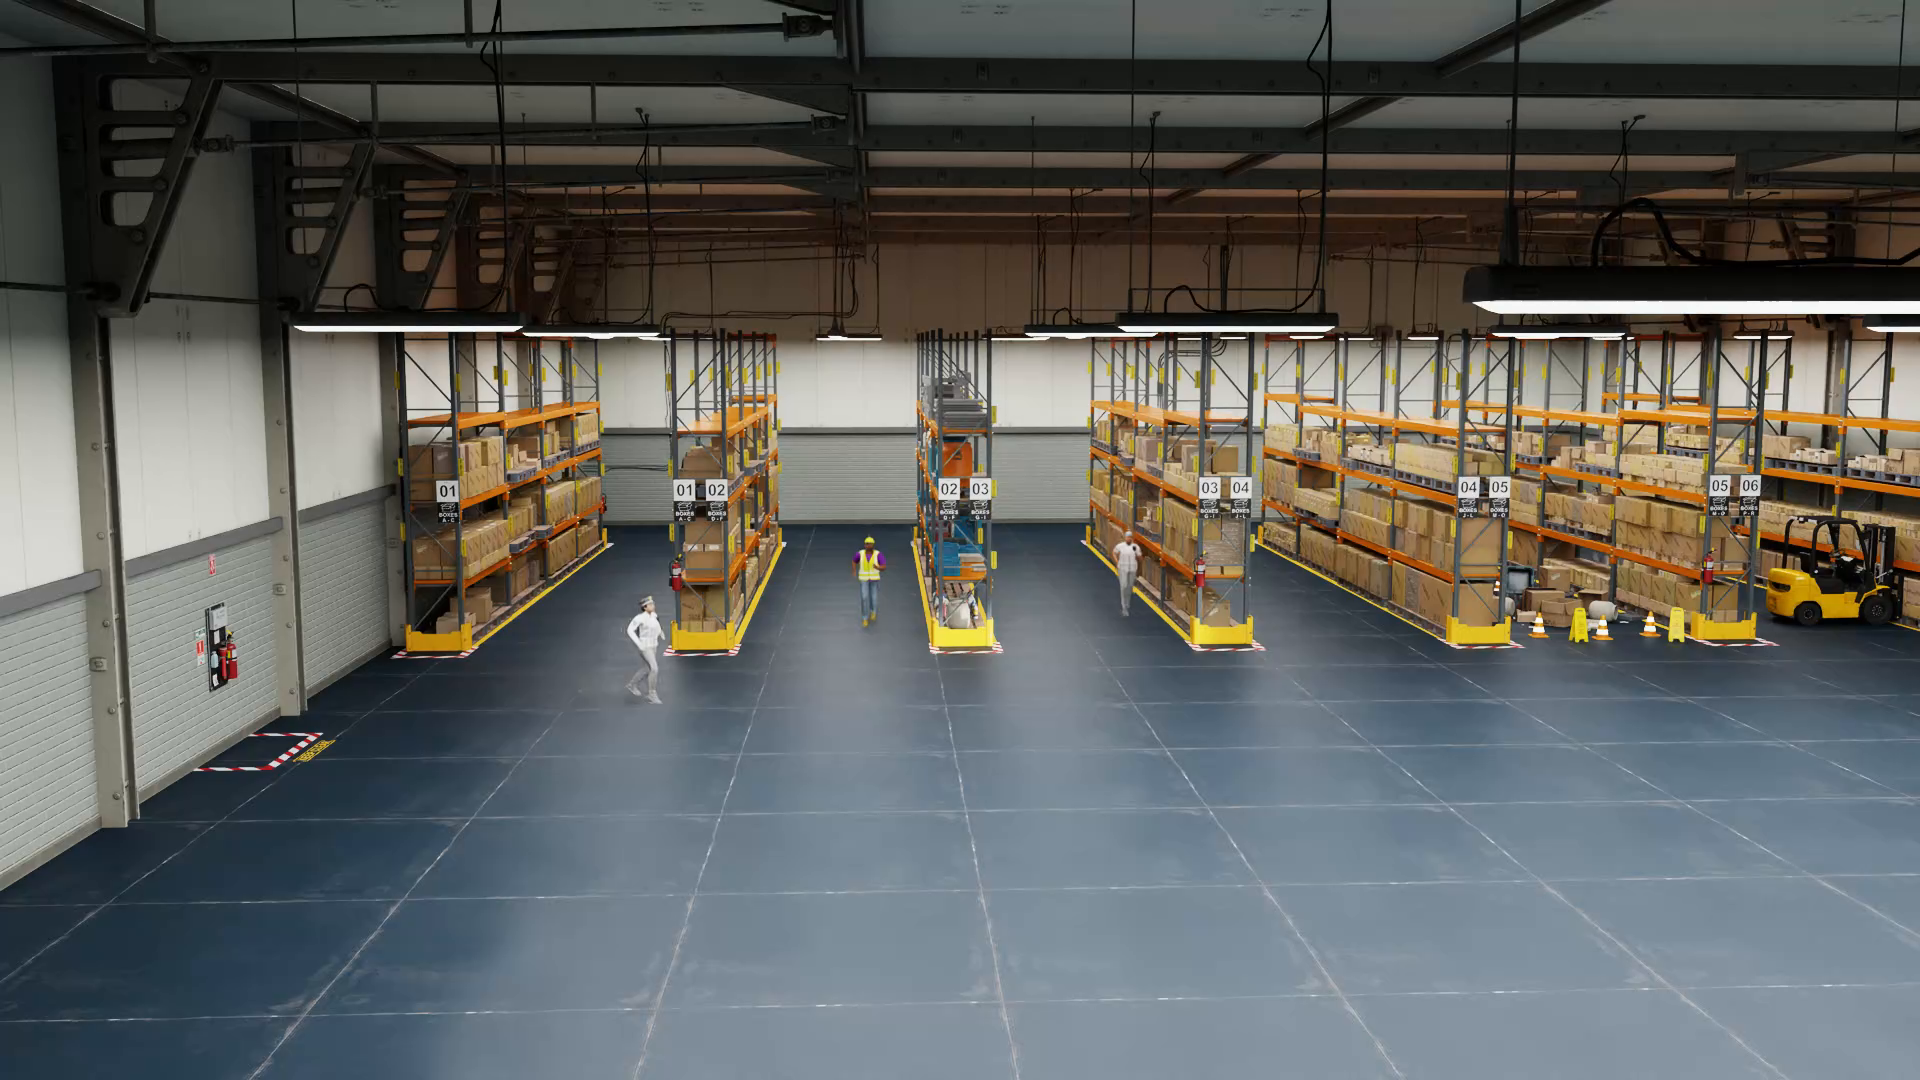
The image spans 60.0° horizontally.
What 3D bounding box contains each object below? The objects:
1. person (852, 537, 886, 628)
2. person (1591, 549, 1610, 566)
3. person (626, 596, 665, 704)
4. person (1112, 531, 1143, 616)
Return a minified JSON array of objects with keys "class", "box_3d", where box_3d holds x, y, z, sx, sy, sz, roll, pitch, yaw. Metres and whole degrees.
[{"class":"person","box_3d":[-1.842,0.828,33.840,0.692,1.780,0.922,0,7,-4]},{"class":"person","box_3d":[15.966,0.054,41.215,0.548,1.685,0.768,0,7,-2]},{"class":"person","box_3d":[-5.058,1.753,26.713,0.708,1.758,0.642,3,7,24]},{"class":"person","box_3d":[3.497,0.675,34.601,0.593,1.710,0.815,-1,7,-7]}]
